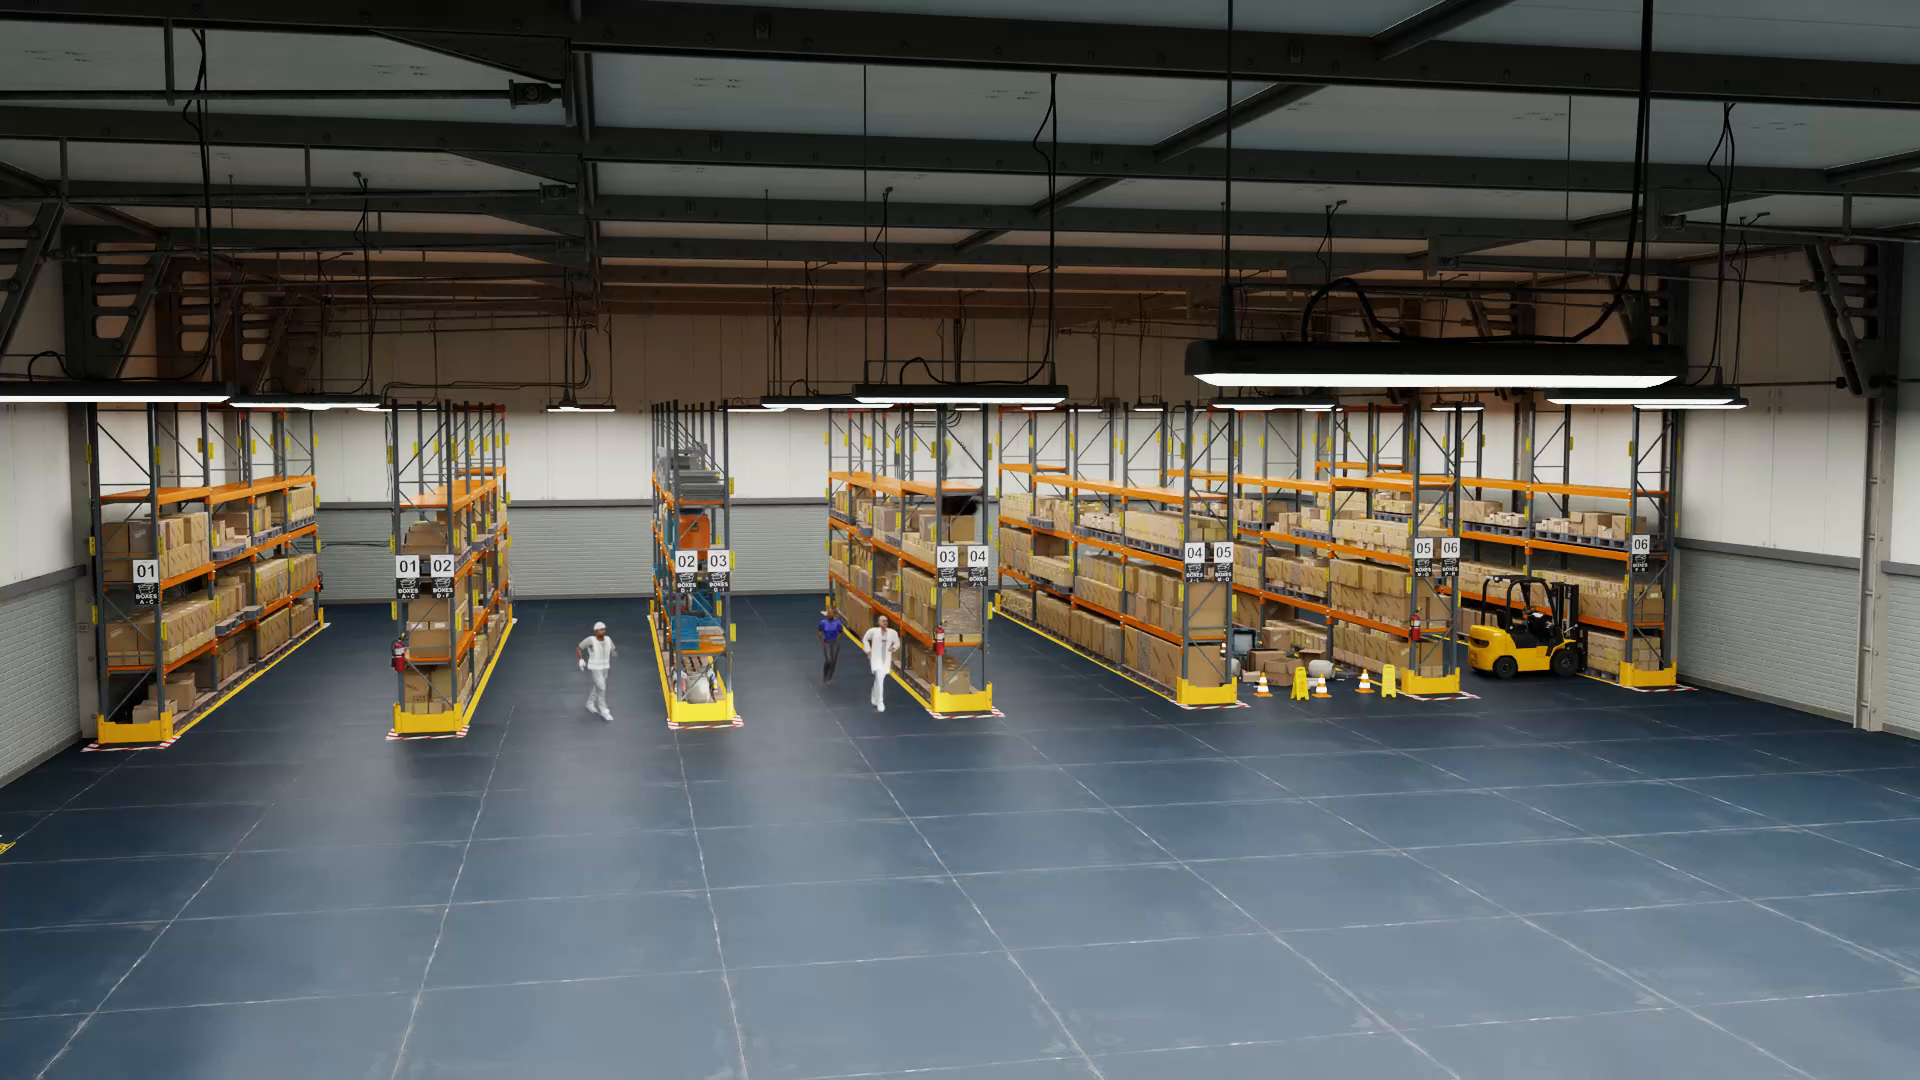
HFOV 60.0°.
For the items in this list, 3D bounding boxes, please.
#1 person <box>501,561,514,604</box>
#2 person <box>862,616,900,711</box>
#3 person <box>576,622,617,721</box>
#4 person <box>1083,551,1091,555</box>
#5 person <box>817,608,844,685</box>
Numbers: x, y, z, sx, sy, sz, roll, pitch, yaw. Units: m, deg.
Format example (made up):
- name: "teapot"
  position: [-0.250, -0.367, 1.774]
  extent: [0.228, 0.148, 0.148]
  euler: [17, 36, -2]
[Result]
- name: "person"
  position: [-12.813, 1.384, 46.958]
  extent: [0.427, 1.616, 0.637]
  euler: [-1, 4, -12]
- name: "person"
  position: [-1.509, 2.366, 32.452]
  extent: [0.684, 1.802, 0.944]
  euler: [-2, 5, -23]
- name: "person"
  position: [-6.817, 2.453, 31.352]
  extent: [0.899, 1.828, 0.669]
  euler: [3, 5, 37]
- name: "person"
  position: [3.671, 1.179, 48.577]
  extent: [0.680, 1.746, 0.609]
  euler: [-3, 5, -35]
- name: "person"
  position: [-2.715, 2.257, 35.174]
  extent: [0.555, 1.633, 0.624]
  euler: [-1, 4, -12]
